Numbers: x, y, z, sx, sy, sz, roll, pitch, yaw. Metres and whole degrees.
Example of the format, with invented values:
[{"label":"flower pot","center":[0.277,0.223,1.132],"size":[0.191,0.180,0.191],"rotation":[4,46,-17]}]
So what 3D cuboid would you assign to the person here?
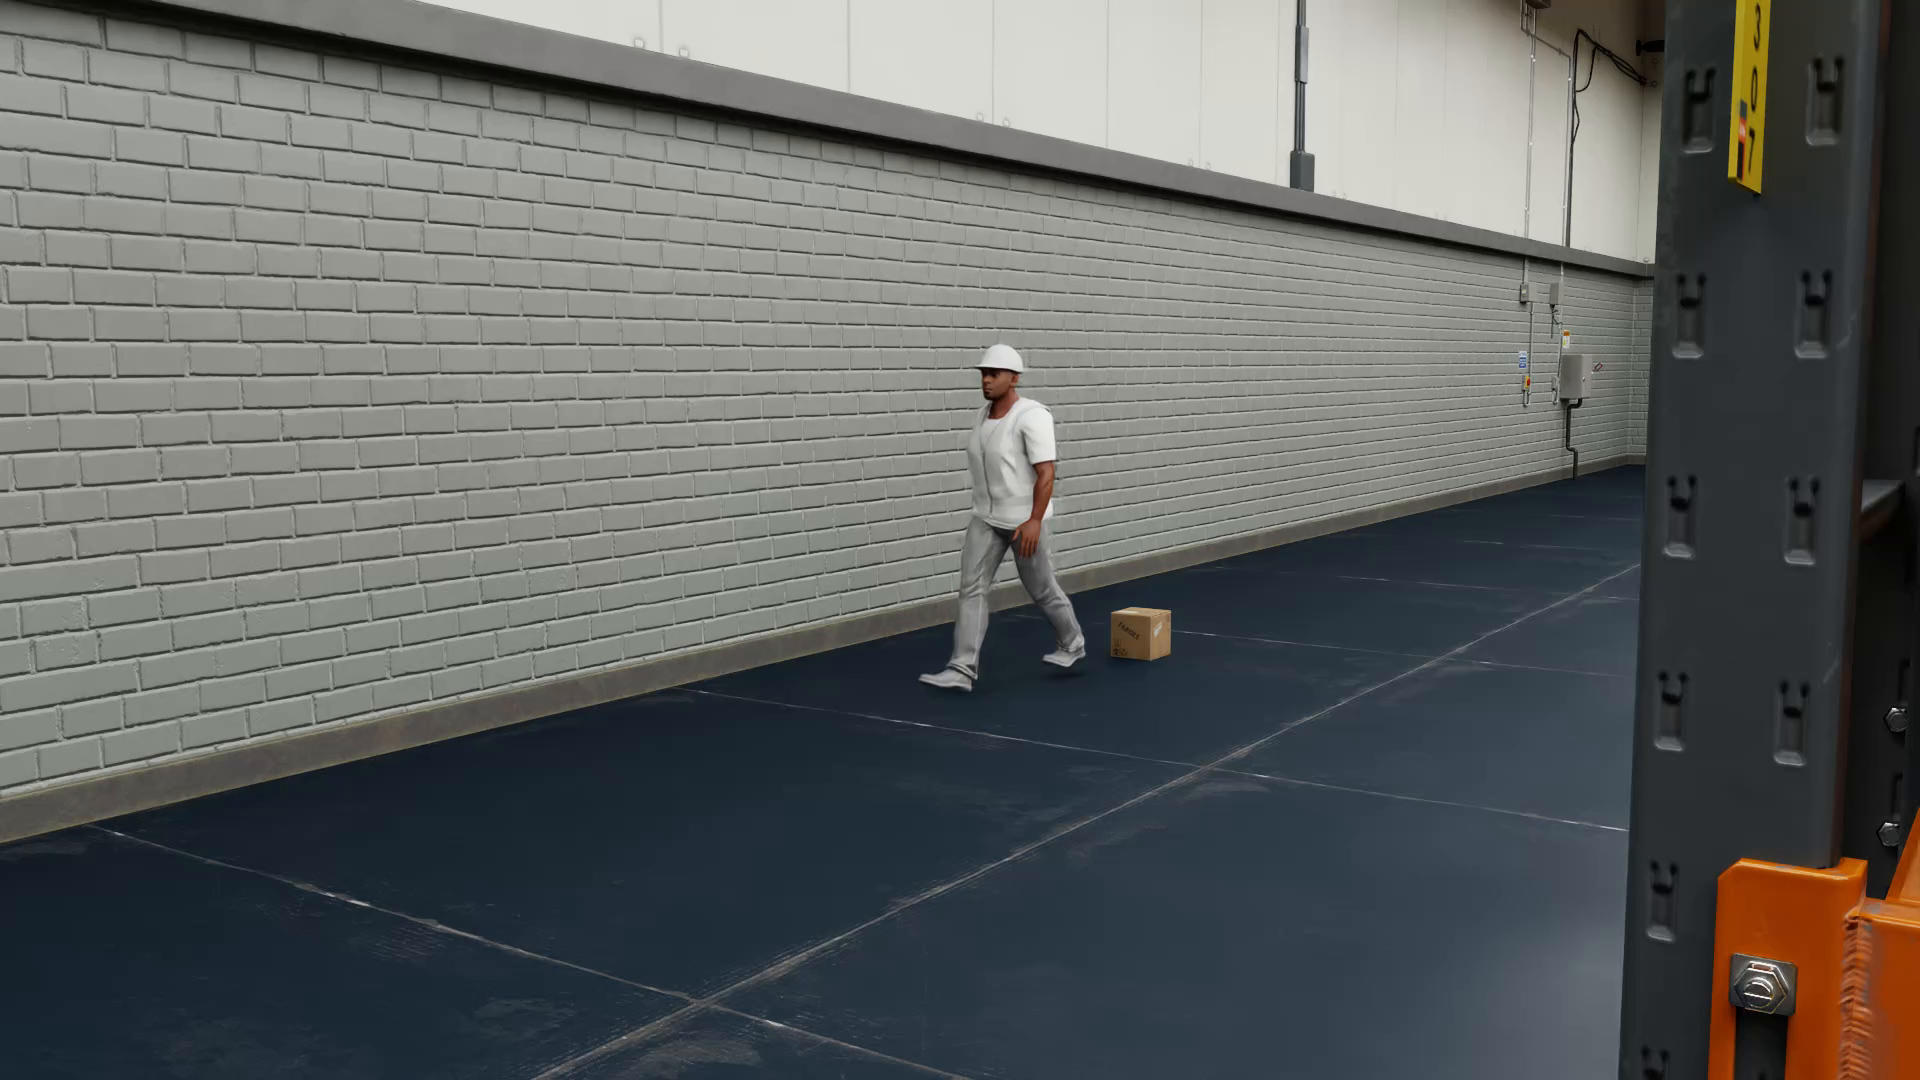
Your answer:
[{"label":"person","center":[0.256,-0.114,8.329],"size":[0.600,1.717,1.073],"rotation":[6,9,43]}]
